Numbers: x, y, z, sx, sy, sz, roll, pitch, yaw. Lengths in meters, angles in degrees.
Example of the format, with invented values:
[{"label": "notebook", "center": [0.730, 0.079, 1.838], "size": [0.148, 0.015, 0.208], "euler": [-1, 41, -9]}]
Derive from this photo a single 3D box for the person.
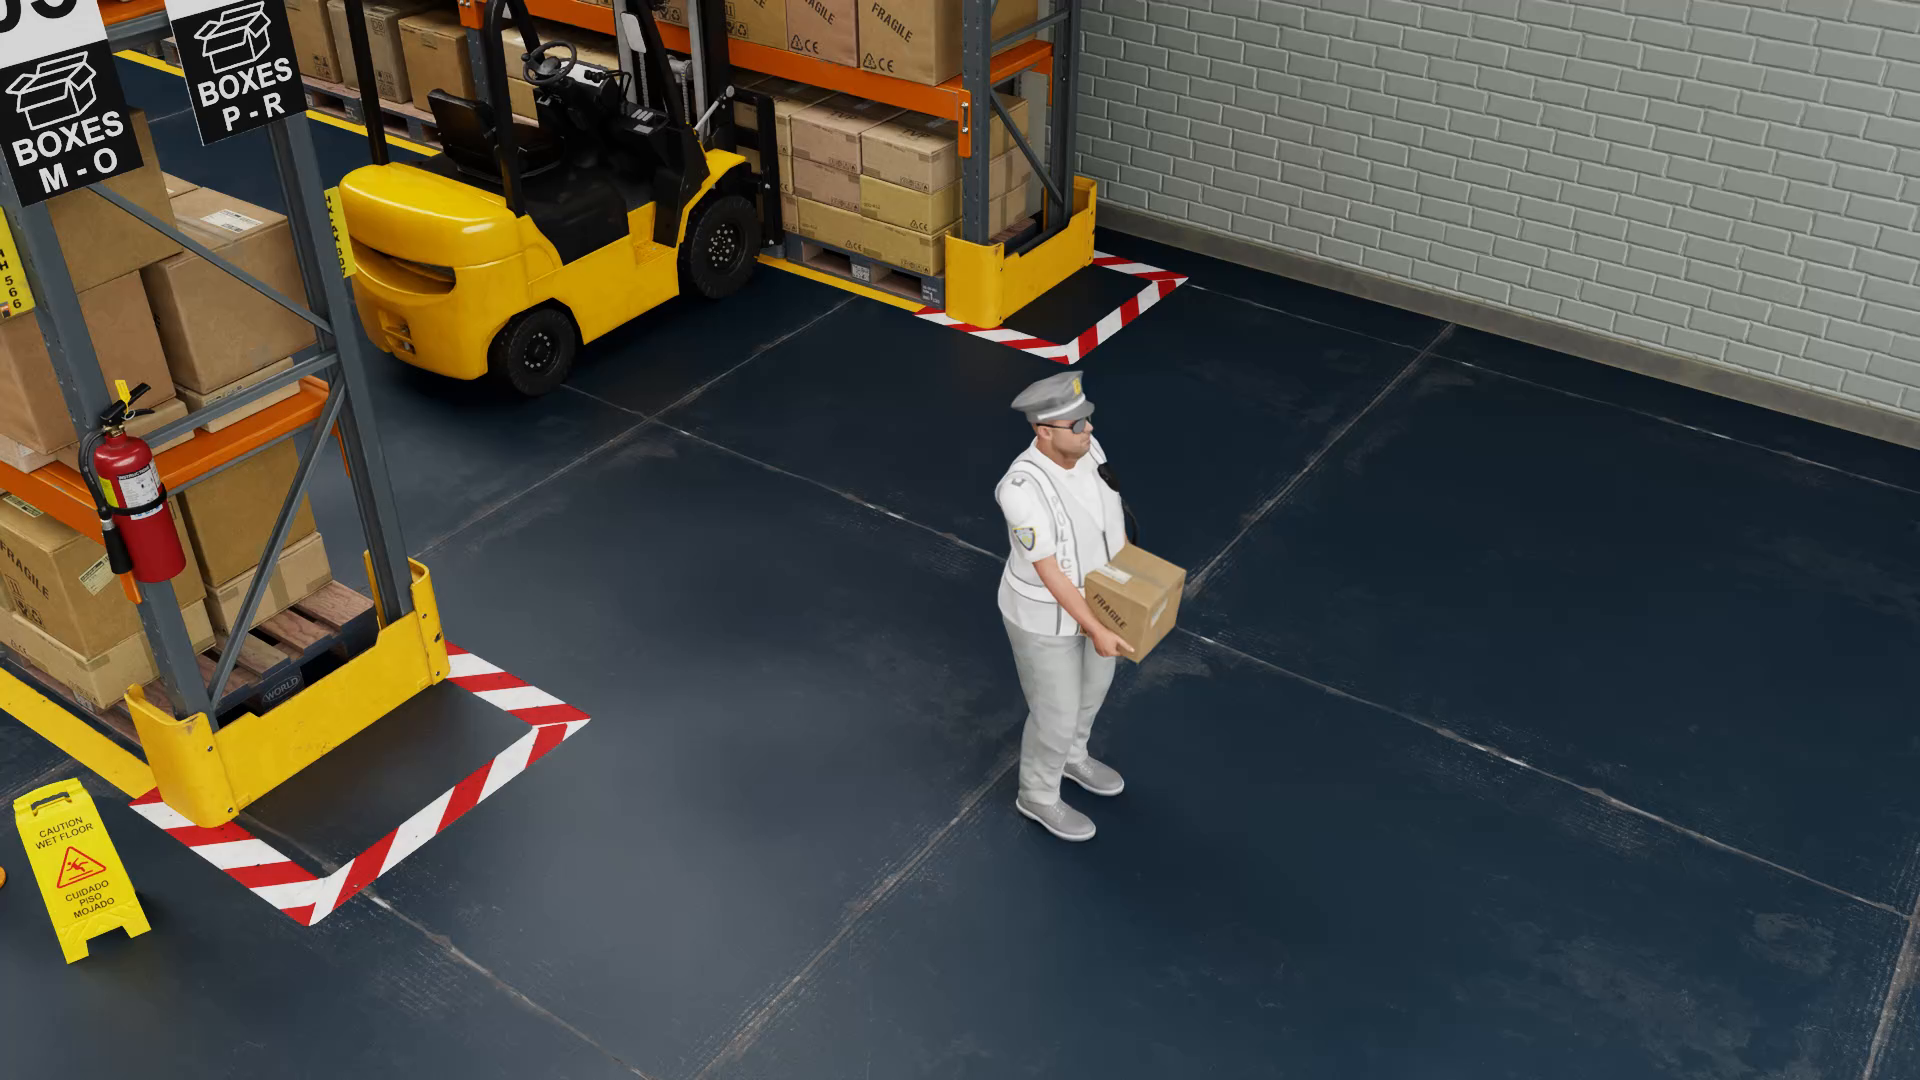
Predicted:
[{"label": "person", "center": [0.427, 0.245, 5.766], "size": [0.573, 1.762, 0.493], "euler": [22, 40, 28]}]
